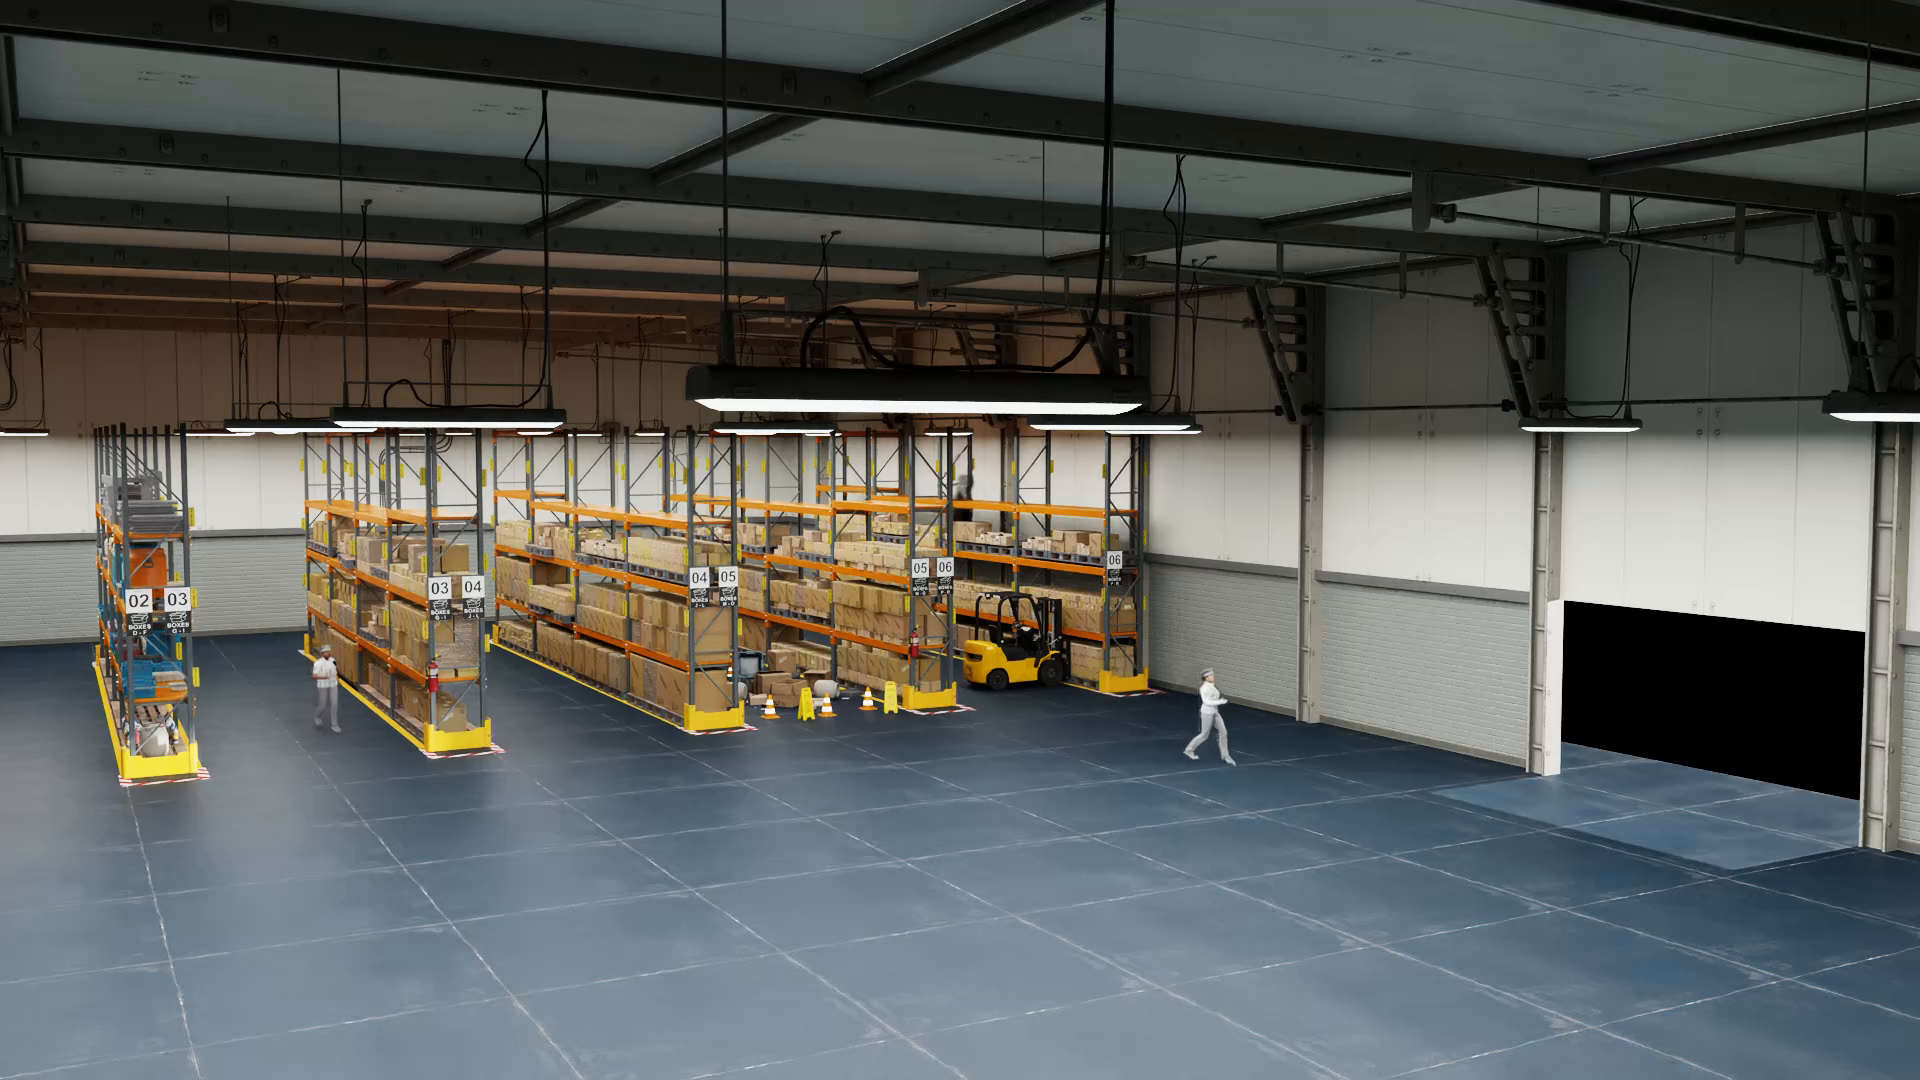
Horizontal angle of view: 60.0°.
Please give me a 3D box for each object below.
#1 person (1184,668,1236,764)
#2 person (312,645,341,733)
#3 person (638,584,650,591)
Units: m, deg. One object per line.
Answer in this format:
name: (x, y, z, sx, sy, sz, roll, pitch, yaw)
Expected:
person: (4.436, 3.104, 29.433, 0.896, 1.710, 0.622, 2, 4, 28)
person: (-12.400, 2.887, 32.569, 0.579, 1.698, 0.924, -3, 5, -44)
person: (-9.453, 1.788, 50.334, 0.902, 1.823, 0.704, -2, 4, -25)
